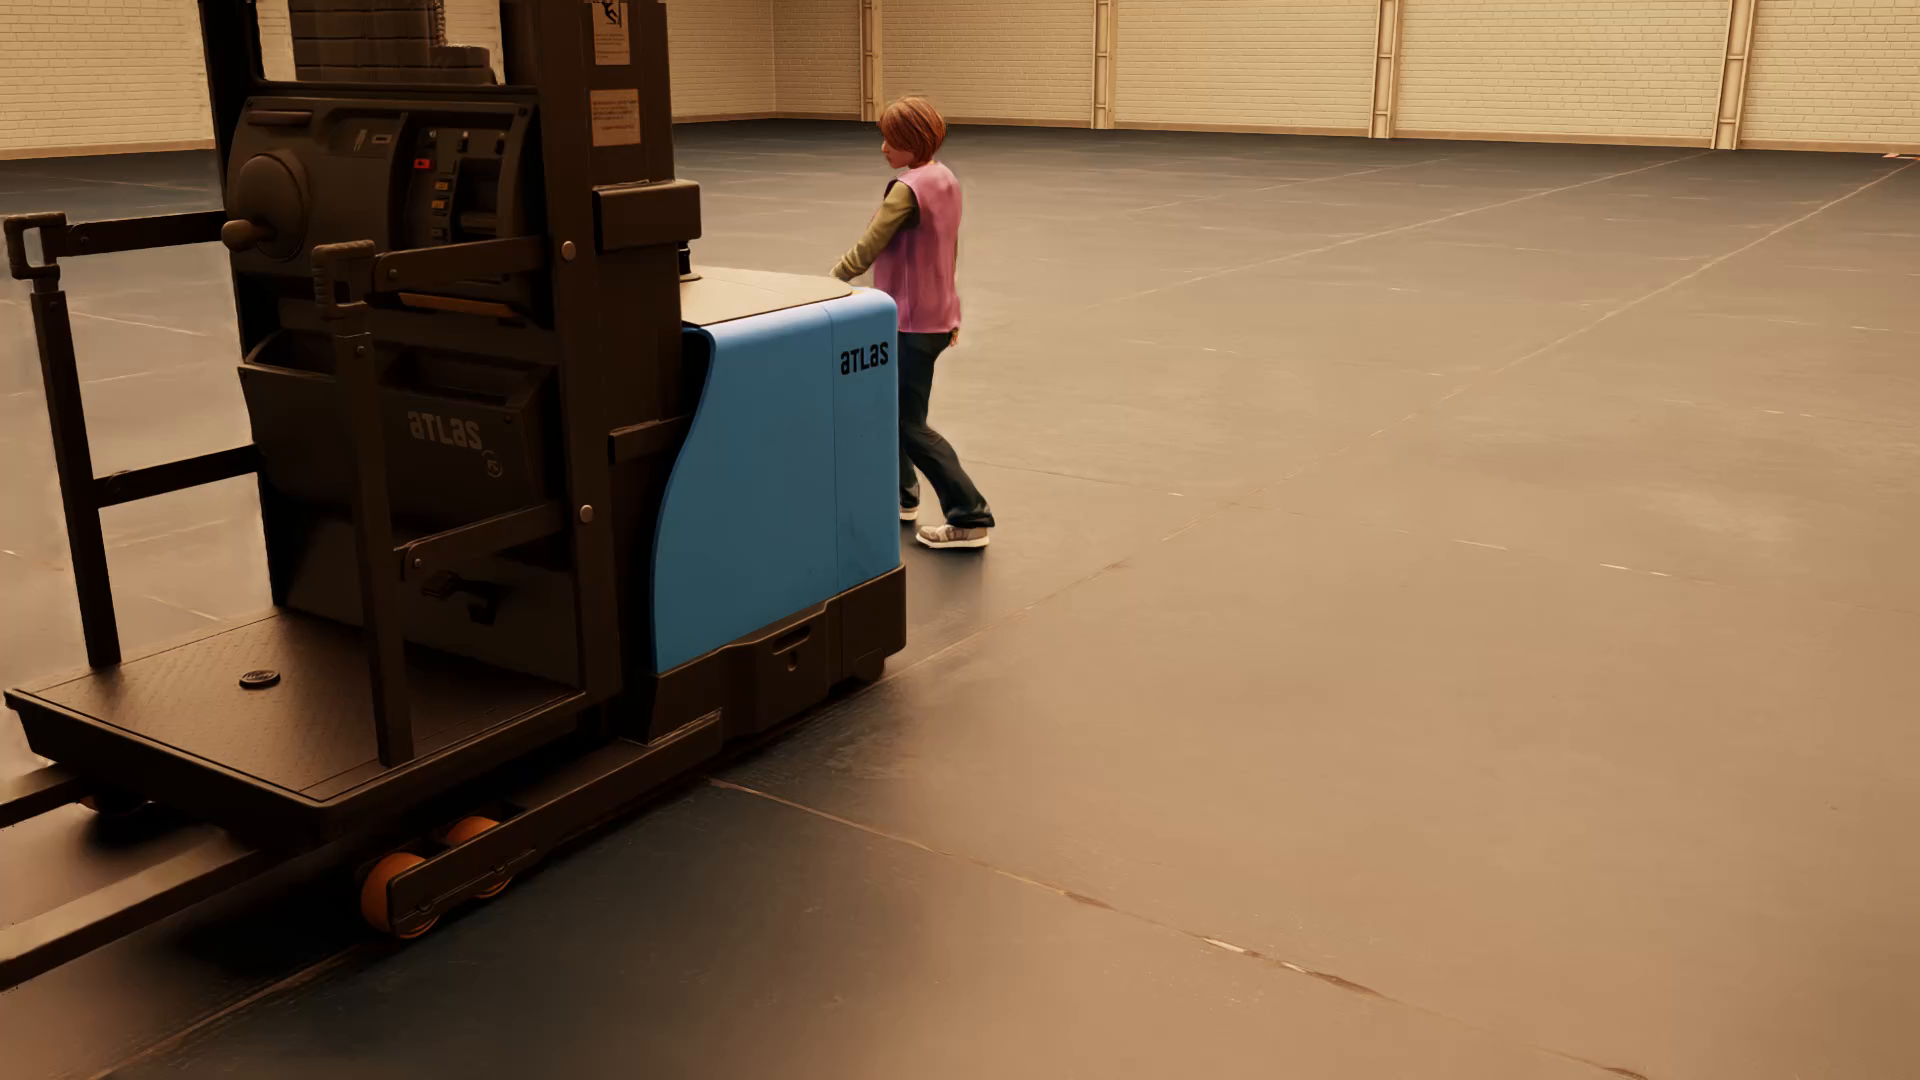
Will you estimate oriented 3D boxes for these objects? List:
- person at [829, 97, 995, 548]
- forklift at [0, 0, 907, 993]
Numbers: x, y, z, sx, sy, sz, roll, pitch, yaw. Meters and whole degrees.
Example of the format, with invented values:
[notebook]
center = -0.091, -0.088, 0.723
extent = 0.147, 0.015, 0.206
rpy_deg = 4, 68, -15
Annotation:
[person]
center = -0.165, -0.766, 5.847
extent = 0.686, 1.532, 0.536
rpy_deg = 5, 17, 15
[forklift]
center = -1.371, -0.766, 3.395
extent = 1.130, 2.935, 3.031
rpy_deg = 10, 20, 31
